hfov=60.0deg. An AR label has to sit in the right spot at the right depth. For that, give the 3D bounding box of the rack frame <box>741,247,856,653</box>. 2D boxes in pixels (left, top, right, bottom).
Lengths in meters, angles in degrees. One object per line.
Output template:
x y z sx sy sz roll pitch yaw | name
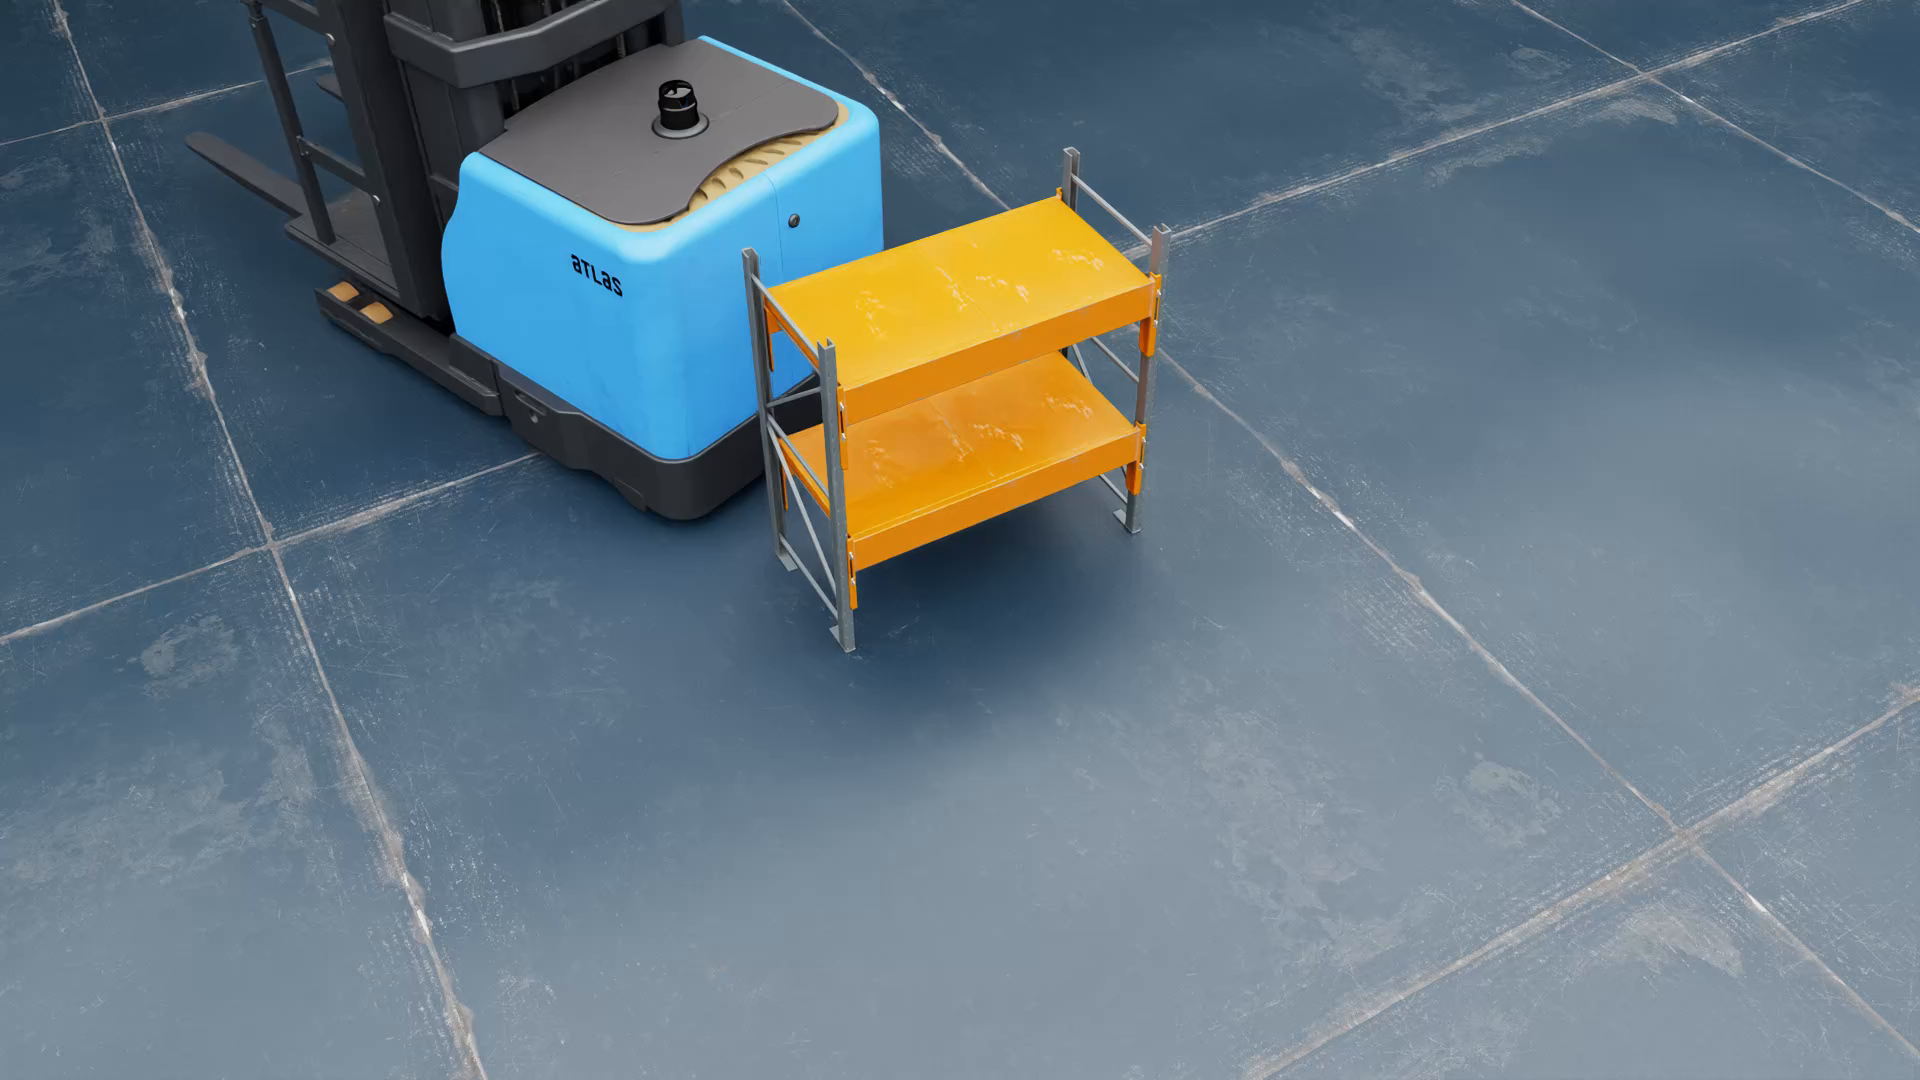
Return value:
-0.447 -0.225 4.674 0.032 1.125 0.500 -22 48 -21 | rack frame

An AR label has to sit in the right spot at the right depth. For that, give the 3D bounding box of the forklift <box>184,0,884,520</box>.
-1.688 -1.985 5.191 3.031 2.935 1.130 30 52 27 | forklift

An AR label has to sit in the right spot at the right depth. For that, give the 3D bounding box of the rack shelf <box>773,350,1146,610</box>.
-0.006 -0.226 5.026 1.000 0.278 0.538 -22 48 -21 | rack shelf

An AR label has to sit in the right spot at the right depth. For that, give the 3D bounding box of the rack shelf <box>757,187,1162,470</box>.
-0.006 -0.611 4.652 1.000 0.278 0.538 -22 48 -21 | rack shelf

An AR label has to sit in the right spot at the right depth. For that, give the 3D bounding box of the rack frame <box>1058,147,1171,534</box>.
0.435 -0.578 5.038 0.032 1.125 0.500 -22 48 -21 | rack frame

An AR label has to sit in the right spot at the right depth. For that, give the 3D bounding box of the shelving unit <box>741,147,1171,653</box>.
-0.006 -0.401 4.856 1.048 1.125 0.538 -22 48 -21 | shelving unit
